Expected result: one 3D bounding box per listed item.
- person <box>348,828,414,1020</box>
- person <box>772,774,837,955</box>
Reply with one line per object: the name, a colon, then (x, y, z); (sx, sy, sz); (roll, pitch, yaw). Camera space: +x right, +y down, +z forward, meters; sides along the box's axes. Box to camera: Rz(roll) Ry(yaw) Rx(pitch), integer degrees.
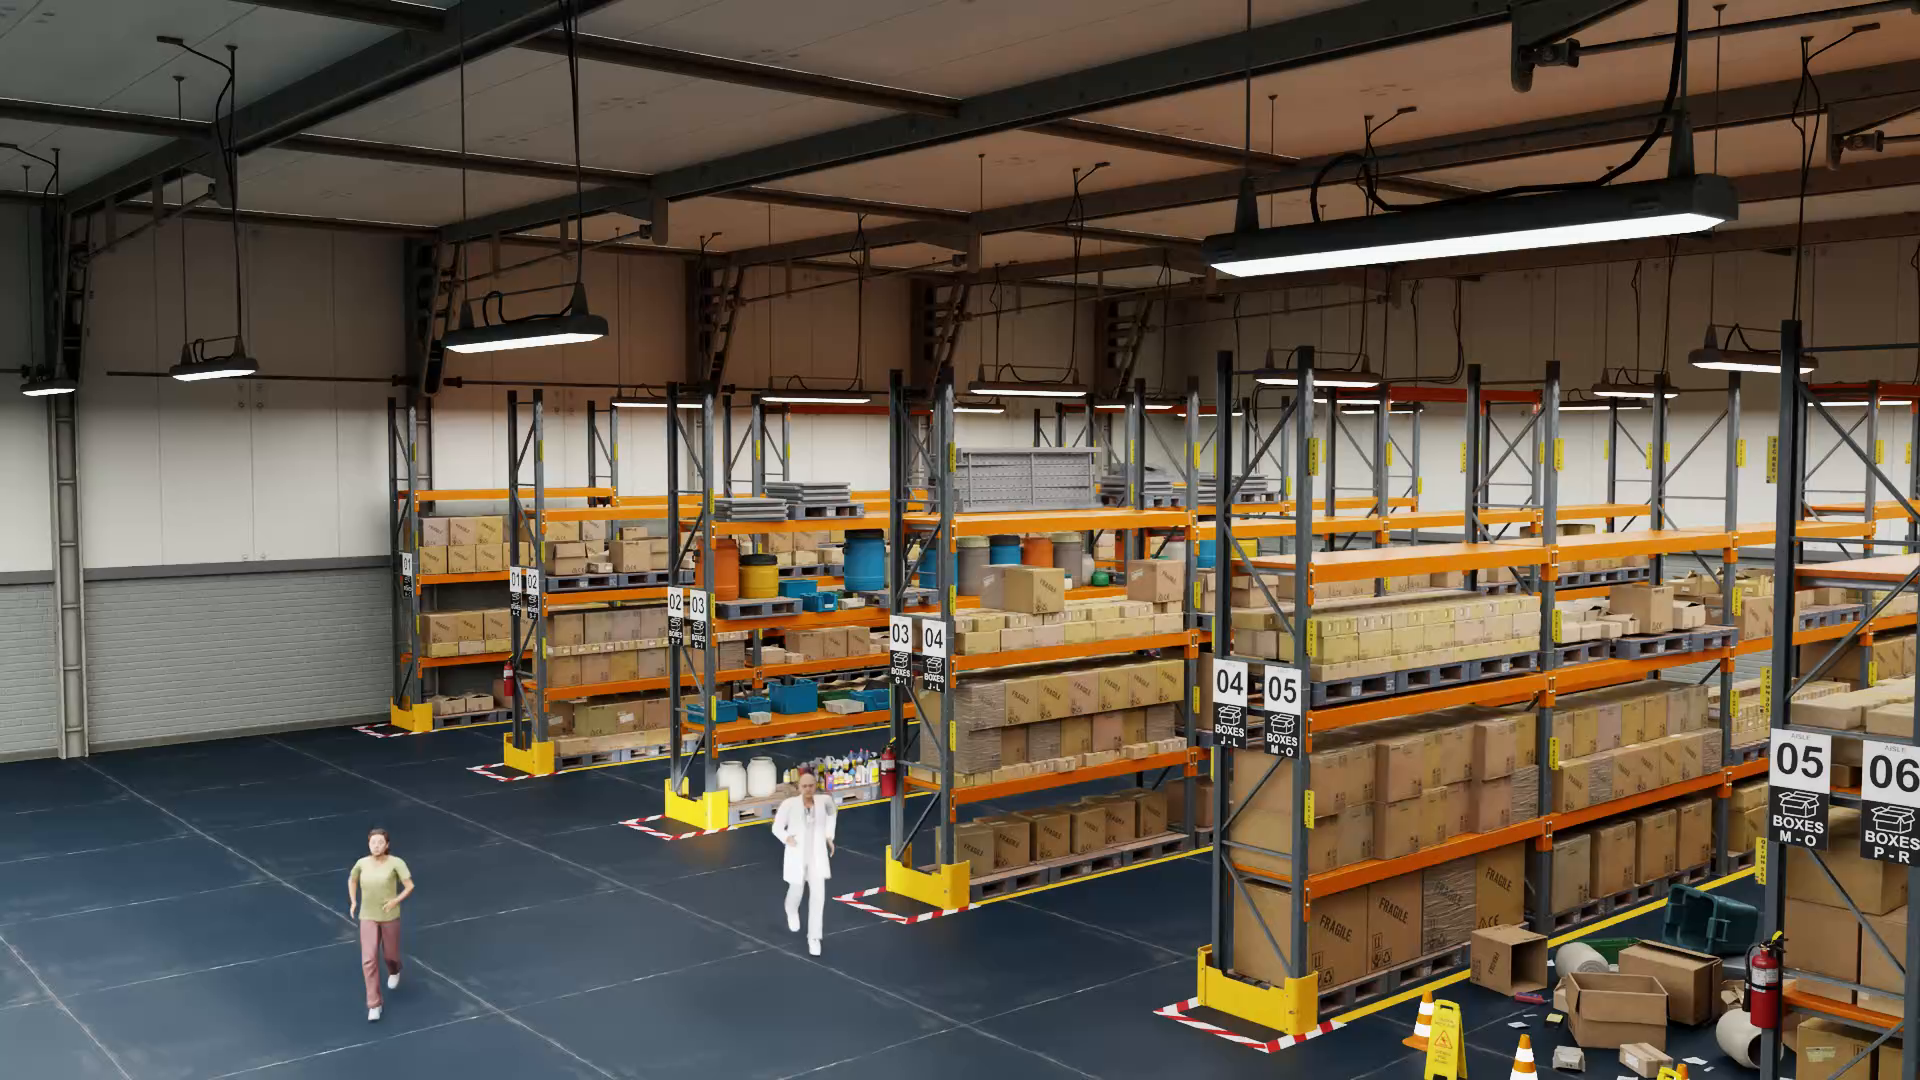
person: (-5.282, 3.439, 15.153); (0.605, 1.645, 0.907); (-1, 3, -9)
person: (-1.589, 3.263, 17.109); (0.691, 1.768, 1.086); (-1, 3, -12)
